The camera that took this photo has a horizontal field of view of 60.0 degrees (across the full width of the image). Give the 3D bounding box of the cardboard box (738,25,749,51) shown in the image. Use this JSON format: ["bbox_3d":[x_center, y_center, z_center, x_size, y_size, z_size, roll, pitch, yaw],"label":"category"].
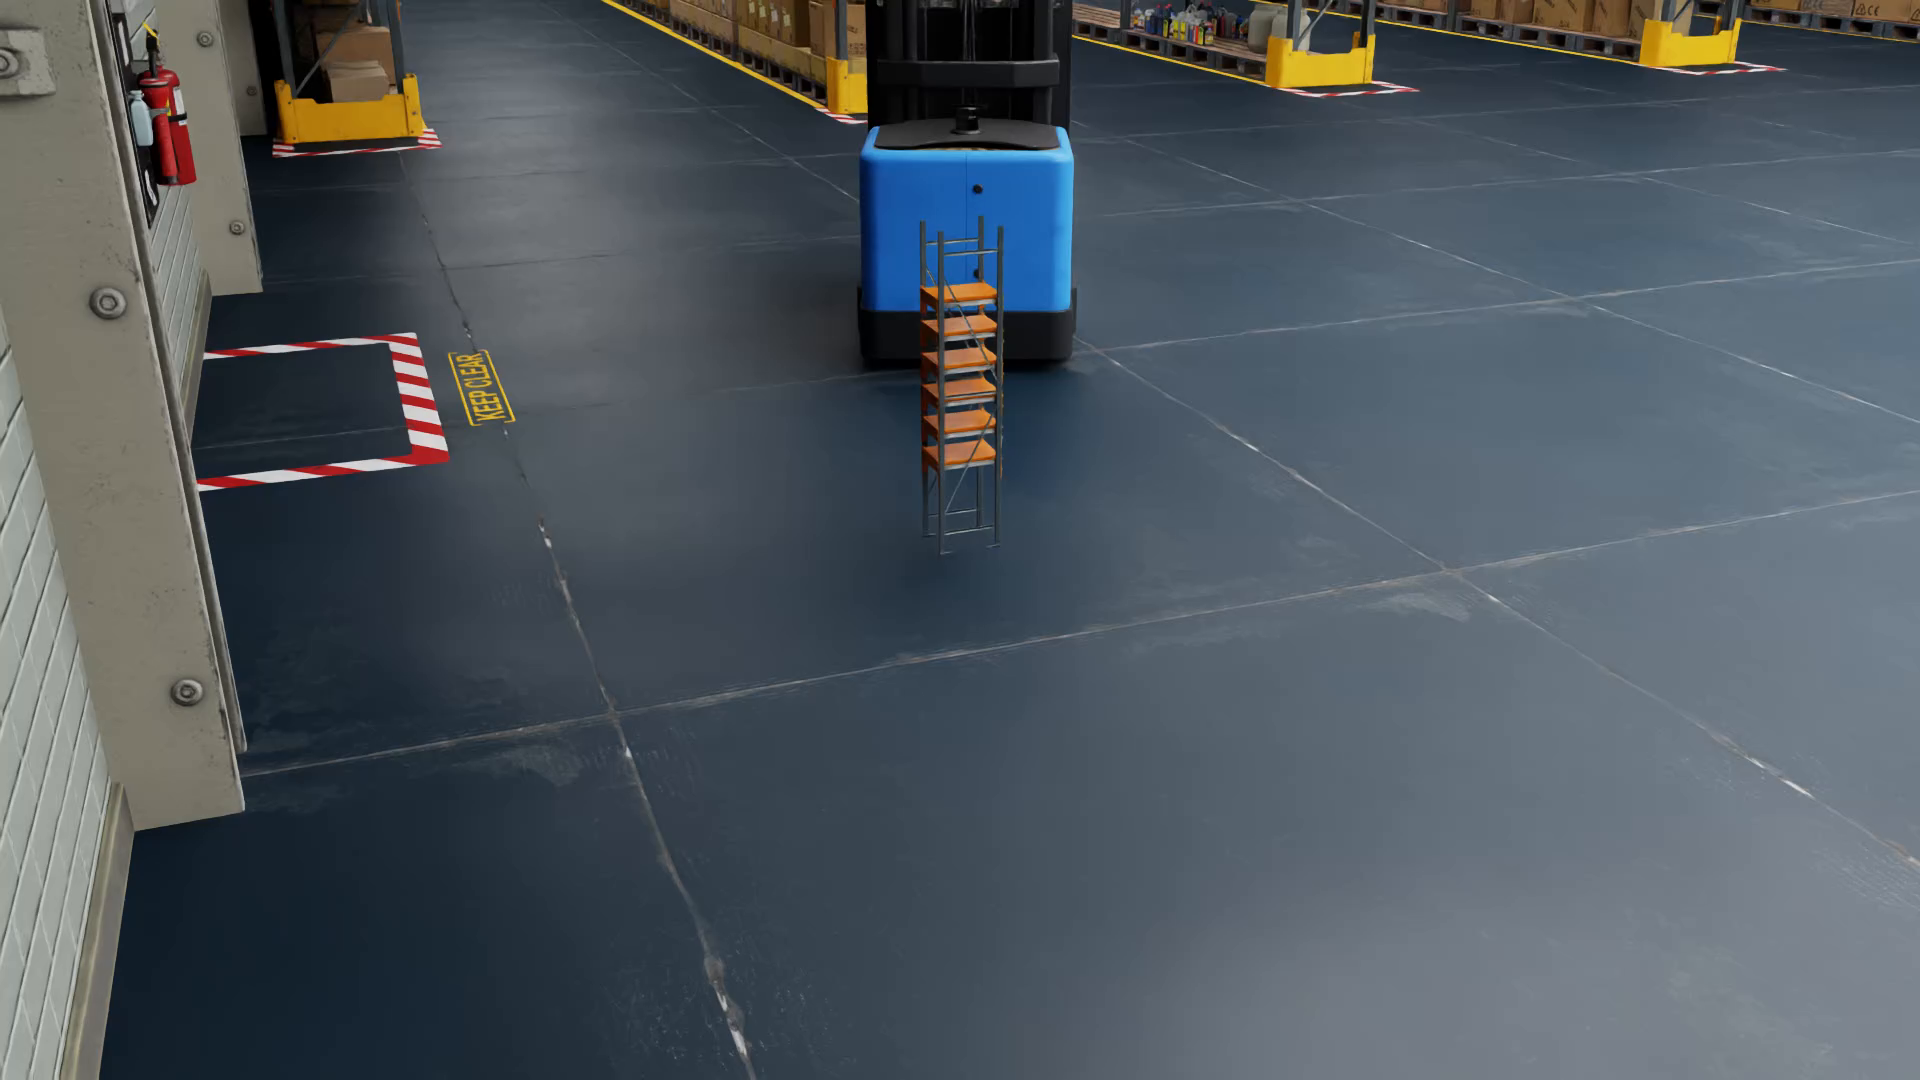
[{"bbox_3d":[-2.236,-5.773,19.084,0.500,0.250,0.500,-8,24,-19],"label":"cardboard box"}]

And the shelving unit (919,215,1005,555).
[{"bbox_3d":[0.005,-0.548,6.004,0.258,1.200,0.189,-8,24,-19],"label":"shelving unit"}]

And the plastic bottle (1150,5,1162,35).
[{"bbox_3d":[2.416,-6.366,20.337,0.144,0.351,0.185,-8,24,-18],"label":"plastic bottle"}]

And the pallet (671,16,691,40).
[{"bbox_3d":[-3.275,-6.920,22.397,1.003,0.211,1.213,-8,24,-19],"label":"pallet"}]

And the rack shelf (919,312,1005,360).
[{"bbox_3d":[0.005,-0.728,5.929,0.258,0.103,0.180,-8,24,-19],"label":"rack shelf"}]

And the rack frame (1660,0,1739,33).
[{"bbox_3d":[8.566,-6.961,18.903,1.000,3.000,0.127,-8,24,-19],"label":"rack frame"}]

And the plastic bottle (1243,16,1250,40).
[{"bbox_3d":[3.427,-6.089,19.781,0.097,0.271,0.097,0,23,0],"label":"plastic bottle"}]

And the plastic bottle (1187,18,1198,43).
[{"bbox_3d":[2.761,-5.982,19.520,0.152,0.276,0.135,-9,24,-20],"label":"plastic bottle"}]

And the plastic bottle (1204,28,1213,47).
[{"bbox_3d":[2.873,-5.802,19.189,0.097,0.201,0.097,0,23,0],"label":"plastic bottle"}]

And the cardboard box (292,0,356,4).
[{"bbox_3d":[-7.397,-6.063,19.425,0.700,0.500,0.500,-8,24,-18],"label":"cardboard box"}]

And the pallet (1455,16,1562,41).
[{"bbox_3d":[7.423,-6.890,22.325,1.003,0.211,1.213,-8,24,-19],"label":"pallet"}]

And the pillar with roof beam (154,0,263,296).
[{"bbox_3d":[-0.246,-6.233,9.451,9.100,9.000,0.400,-8,24,-19],"label":"pillar with roof beam"}]

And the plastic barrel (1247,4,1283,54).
[{"bbox_3d":[3.451,-5.739,18.667,0.421,0.512,0.421,0,23,0],"label":"plastic barrel"}]

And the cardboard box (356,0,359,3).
[{"bbox_3d":[-7.859,-6.625,20.758,0.700,0.500,0.500,-8,24,-18],"label":"cardboard box"}]

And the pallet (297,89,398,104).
[{"bbox_3d":[-5.617,-3.965,15.384,1.003,0.211,1.213,-8,24,-19],"label":"pallet"}]

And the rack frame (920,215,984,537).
[{"bbox_3d":[-0.027,-0.581,6.083,0.240,1.200,0.006,-8,24,-19],"label":"rack frame"}]

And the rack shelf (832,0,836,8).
[{"bbox_3d":[-1.410,-5.998,17.545,1.077,0.370,4.000,-8,24,-19],"label":"rack shelf"}]

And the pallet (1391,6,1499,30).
[{"bbox_3d":[6.876,-7.412,23.563,1.003,0.211,1.213,-8,24,-19],"label":"pallet"}]

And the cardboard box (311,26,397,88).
[{"bbox_3d":[-5.910,-4.717,16.231,0.700,0.500,0.500,-10,25,-22],"label":"cardboard box"}]

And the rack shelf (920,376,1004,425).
[{"bbox_3d":[0.005,-0.507,6.022,0.258,0.103,0.180,-8,24,-19],"label":"rack shelf"}]

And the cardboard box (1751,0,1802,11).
[{"bbox_3d":[11.985,-8.034,23.645,0.875,0.875,0.875,-8,24,-18],"label":"cardboard box"}]

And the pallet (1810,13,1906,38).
[{"bbox_3d":[12.459,-7.042,22.686,1.003,0.211,1.213,-8,24,-19],"label":"pallet"}]

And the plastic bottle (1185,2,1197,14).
[{"bbox_3d":[2.881,-6.502,20.660,0.144,0.351,0.185,-8,24,-19],"label":"plastic bottle"}]

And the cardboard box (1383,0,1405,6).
[{"bbox_3d":[6.607,-8.070,24.187,0.700,0.500,0.500,-11,25,-24],"label":"cardboard box"}]

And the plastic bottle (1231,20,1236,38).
[{"bbox_3d":[3.319,-6.167,20.057,0.097,0.201,0.097,0,23,0],"label":"plastic bottle"}]

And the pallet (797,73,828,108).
[{"bbox_3d":[-1.013,-4.590,16.868,1.003,0.211,1.213,-8,24,-19],"label":"pallet"}]

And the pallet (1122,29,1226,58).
[{"bbox_3d":[2.717,-6.200,20.688,1.003,0.211,1.213,-8,24,-19],"label":"pallet"}]

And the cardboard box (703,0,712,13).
[{"bbox_3d":[-2.891,-6.719,20.606,0.500,0.311,0.500,-8,24,-19],"label":"cardboard box"}]

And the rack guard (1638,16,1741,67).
[{"bbox_3d":[8.539,-5.836,19.454,1.175,0.500,0.348,-8,24,-19],"label":"rack guard"}]

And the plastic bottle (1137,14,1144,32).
[{"bbox_3d":[2.257,-6.435,20.692,0.097,0.201,0.097,0,23,0],"label":"plastic bottle"}]

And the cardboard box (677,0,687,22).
[{"bbox_3d":[-3.441,-7.023,22.050,0.500,0.250,0.500,-9,24,-20],"label":"cardboard box"}]

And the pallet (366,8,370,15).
[{"bbox_3d":[-8.798,-7.283,23.258,1.003,0.211,1.213,-8,24,-19],"label":"pallet"}]

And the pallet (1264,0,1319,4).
[{"bbox_3d":[5.532,-8.879,27.045,1.003,0.211,1.213,-8,24,-19],"label":"pallet"}]

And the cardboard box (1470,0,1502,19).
[{"bbox_3d":[7.257,-7.305,22.397,0.500,0.500,0.500,-9,25,-21],"label":"cardboard box"}]

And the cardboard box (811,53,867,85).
[{"bbox_3d":[-1.169,-4.684,16.500,0.500,0.250,0.500,-8,24,-19],"label":"cardboard box"}]

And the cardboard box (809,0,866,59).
[{"bbox_3d":[-1.171,-5.029,16.353,0.500,0.500,0.500,-8,24,-19],"label":"cardboard box"}]

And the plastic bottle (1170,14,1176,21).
[{"bbox_3d":[2.570,-6.213,20.075,0.097,0.271,0.097,0,23,0],"label":"plastic bottle"}]

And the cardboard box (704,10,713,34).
[{"bbox_3d":[-2.892,-6.463,20.723,0.500,0.250,0.500,-8,24,-18],"label":"cardboard box"}]

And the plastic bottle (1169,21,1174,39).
[{"bbox_3d":[2.561,-6.123,19.951,0.097,0.201,0.097,0,23,0],"label":"plastic bottle"}]

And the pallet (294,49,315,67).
[{"bbox_3d":[-7.026,-5.373,18.726,1.003,0.211,1.213,-8,24,-19],"label":"pallet"}]

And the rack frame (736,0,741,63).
[{"bbox_3d":[-2.116,-7.056,19.130,1.000,3.000,0.127,-8,24,-19],"label":"rack frame"}]

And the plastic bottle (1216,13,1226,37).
[{"bbox_3d":[3.152,-6.230,20.099,0.061,0.283,0.133,-8,24,-19],"label":"plastic bottle"}]

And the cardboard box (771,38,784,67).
[{"bbox_3d":[-1.710,-5.227,17.789,0.500,0.250,0.500,-8,24,-19],"label":"cardboard box"}]

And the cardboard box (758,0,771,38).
[{"bbox_3d":[-1.892,-5.753,18.073,0.500,0.500,0.500,-8,24,-19],"label":"cardboard box"}]

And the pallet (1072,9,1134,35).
[{"bbox_3d":[1.771,-7.174,22.998,1.003,0.211,1.213,-8,24,-19],"label":"pallet"}]

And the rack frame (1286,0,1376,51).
[{"bbox_3d":[3.932,-6.281,17.290,1.000,3.000,0.127,-8,24,-19],"label":"rack frame"}]

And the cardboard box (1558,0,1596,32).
[{"bbox_3d":[7.914,-6.674,20.901,0.500,0.500,0.500,-6,24,-14],"label":"cardboard box"}]

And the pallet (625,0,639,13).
[{"bbox_3d":[-4.620,-8.388,25.879,1.003,0.211,1.213,-8,24,-19],"label":"pallet"}]

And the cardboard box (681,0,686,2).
[{"bbox_3d":[-3.426,-7.274,21.924,0.500,0.311,0.500,-9,24,-20],"label":"cardboard box"}]

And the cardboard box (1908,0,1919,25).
[{"bbox_3d":[12.940,-7.056,21.324,0.875,0.875,0.875,-8,24,-19],"label":"cardboard box"}]

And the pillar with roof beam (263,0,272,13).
[{"bbox_3d":[-6.604,-12.773,24.968,9.100,9.000,0.400,-8,24,-19],"label":"pillar with roof beam"}]

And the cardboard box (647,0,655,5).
[{"bbox_3d":[-4.262,-8.056,24.154,0.500,0.500,0.500,-9,25,-21],"label":"cardboard box"}]

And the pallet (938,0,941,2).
[{"bbox_3d":[-0.074,-9.070,27.498,1.003,0.211,1.213,-8,24,-19],"label":"pallet"}]

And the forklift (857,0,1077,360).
[{"bbox_3d":[0.050,-2.761,9.026,1.130,2.935,3.031,0,23,1],"label":"forklift"}]

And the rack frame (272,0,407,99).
[{"bbox_3d":[-5.336,-4.922,14.065,1.000,3.000,0.127,-8,24,-19],"label":"rack frame"}]

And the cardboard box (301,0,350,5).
[{"bbox_3d":[-7.184,-6.196,18.776,0.500,0.250,0.500,-9,24,-20],"label":"cardboard box"}]
